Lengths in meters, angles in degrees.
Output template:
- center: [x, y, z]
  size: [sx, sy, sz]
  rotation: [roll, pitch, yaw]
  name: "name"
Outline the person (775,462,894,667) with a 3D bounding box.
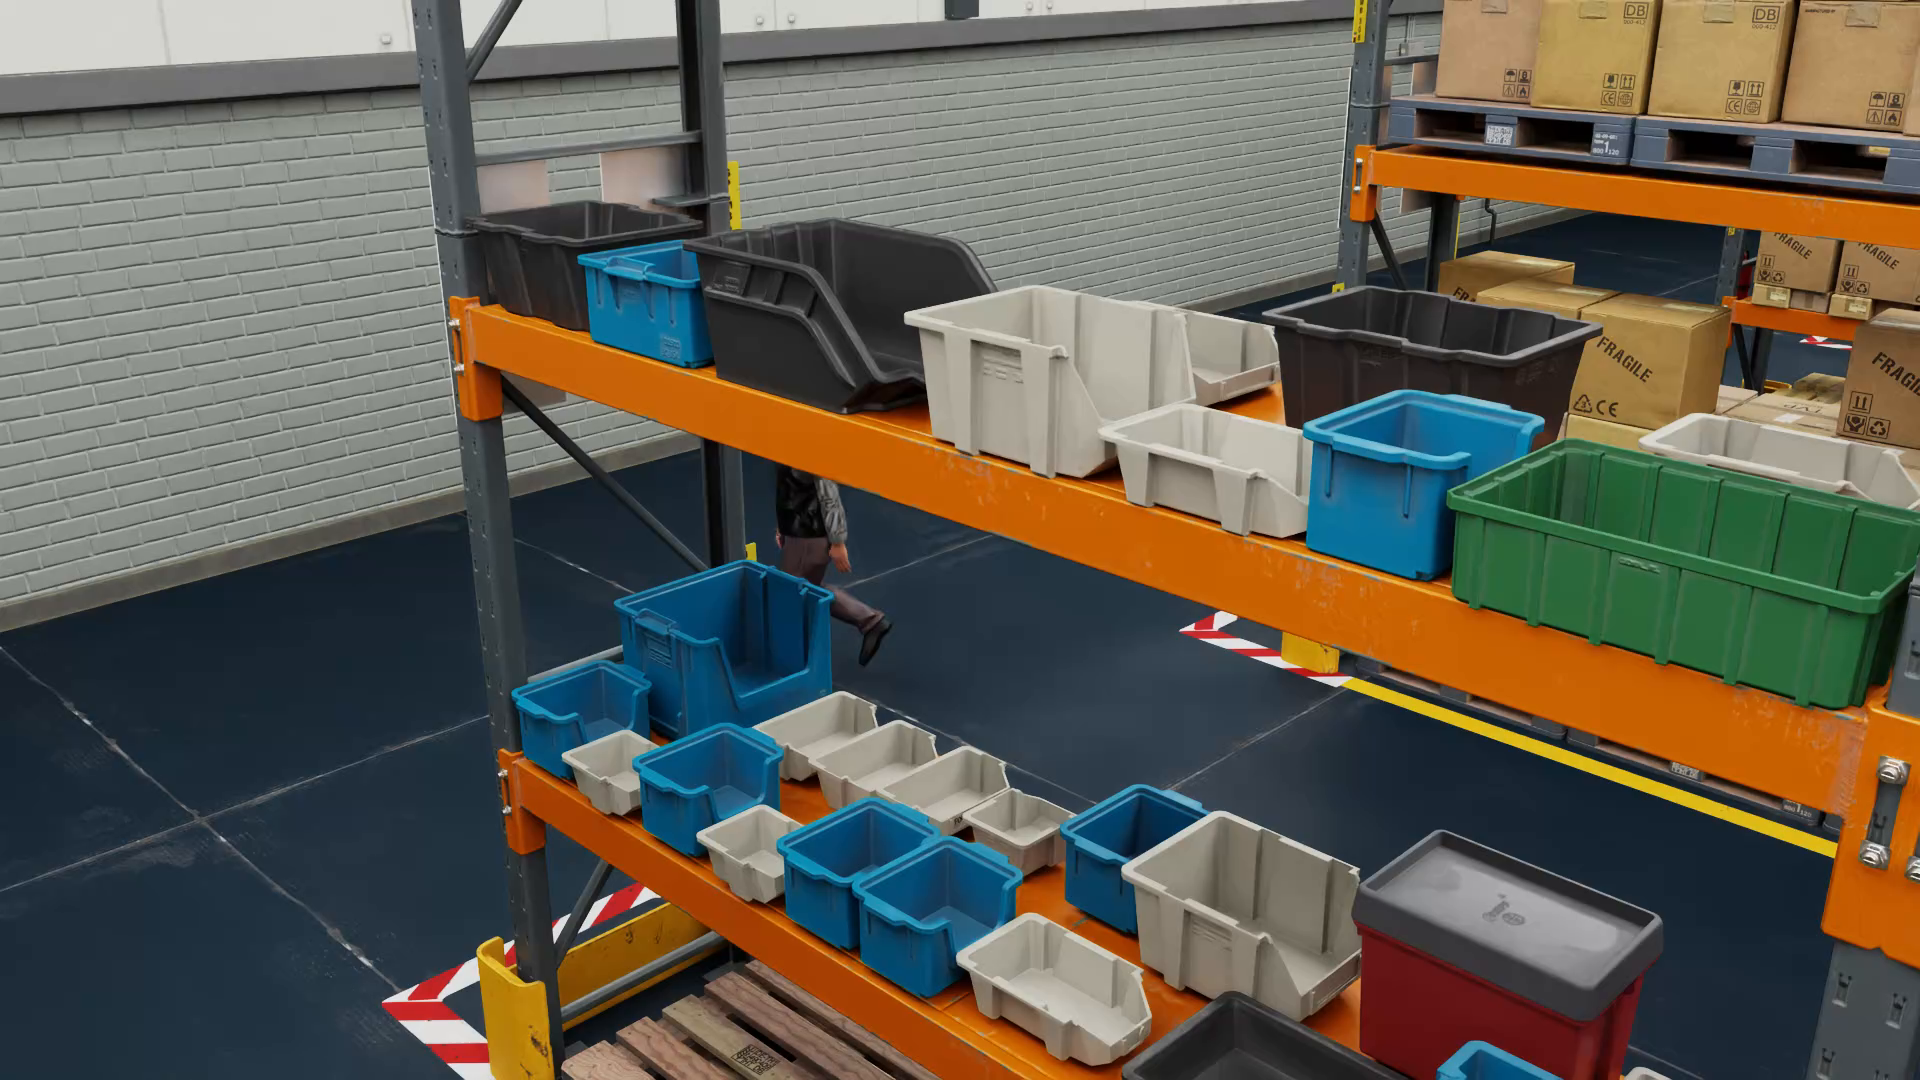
- center: [-0.726, -0.036, 8.700]
  size: [0.737, 1.704, 0.495]
  rotation: [0, 20, 0]
  name: "person"
